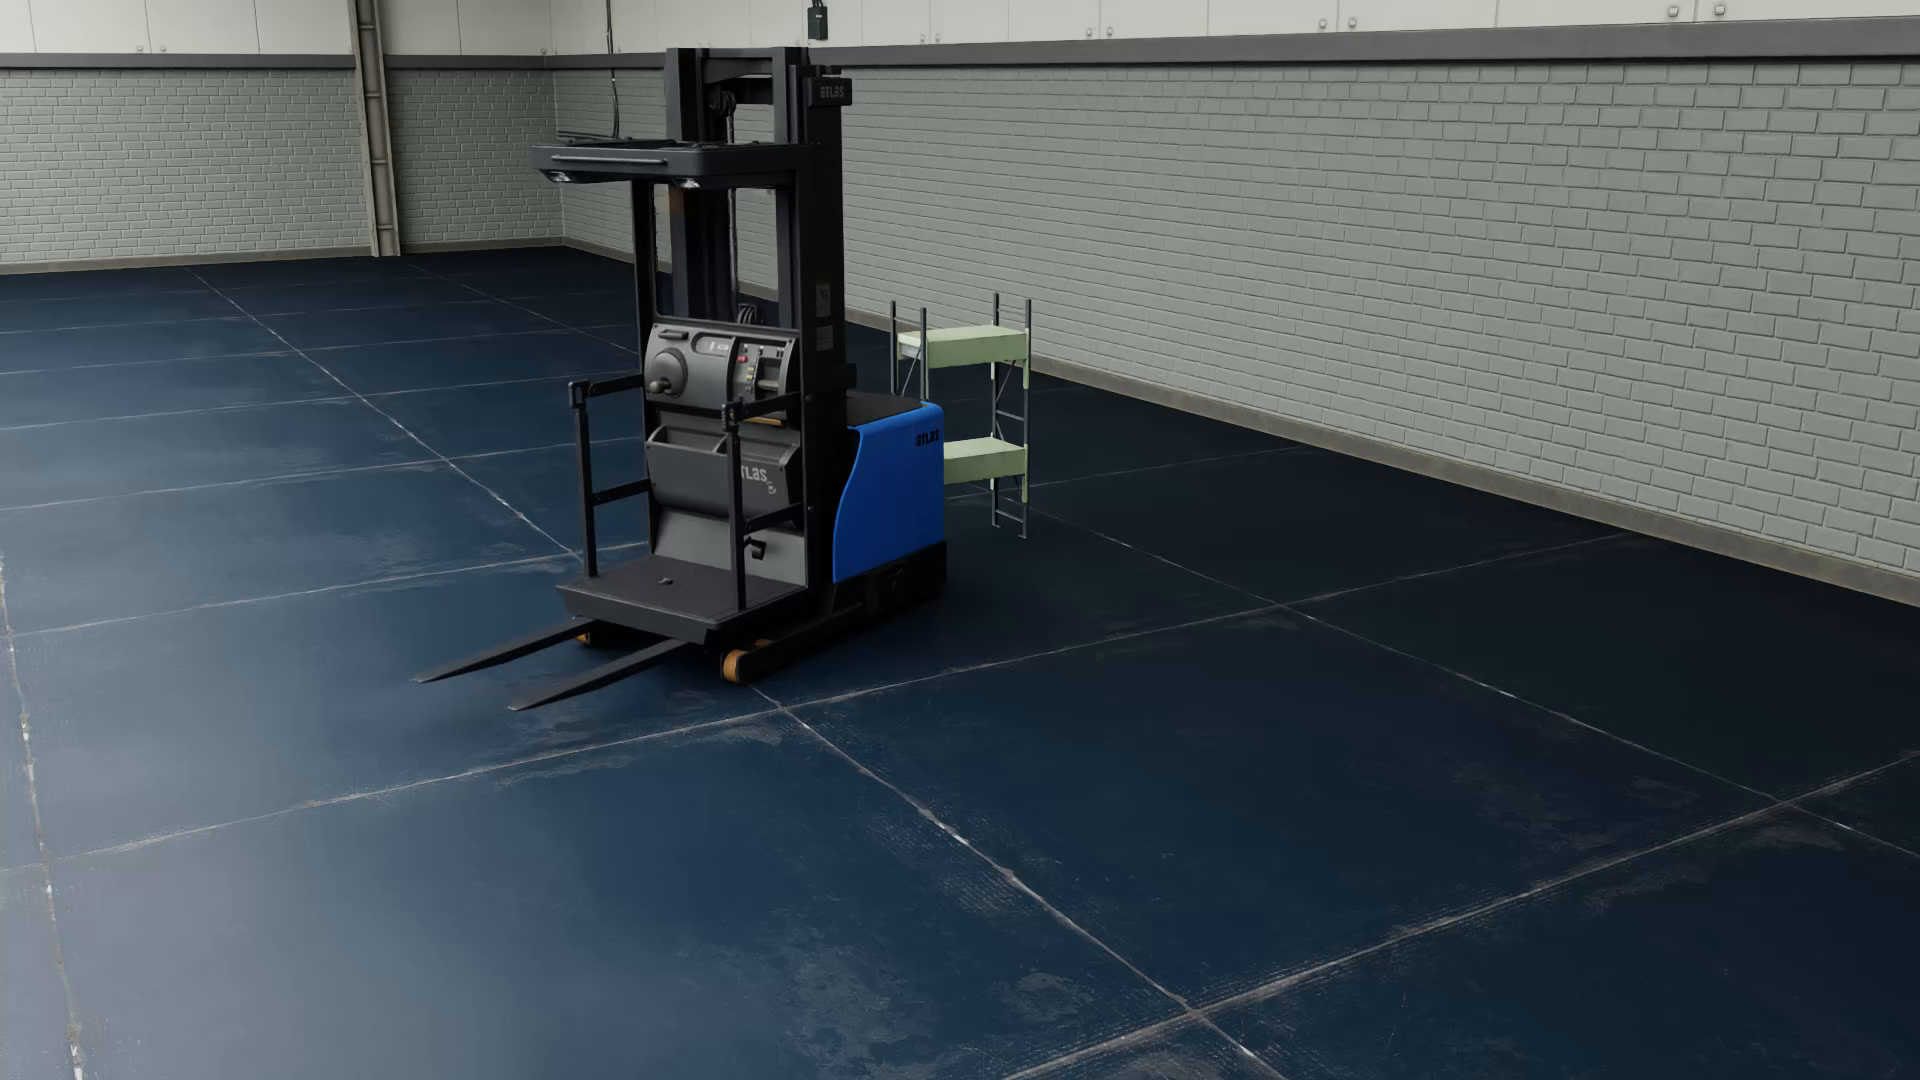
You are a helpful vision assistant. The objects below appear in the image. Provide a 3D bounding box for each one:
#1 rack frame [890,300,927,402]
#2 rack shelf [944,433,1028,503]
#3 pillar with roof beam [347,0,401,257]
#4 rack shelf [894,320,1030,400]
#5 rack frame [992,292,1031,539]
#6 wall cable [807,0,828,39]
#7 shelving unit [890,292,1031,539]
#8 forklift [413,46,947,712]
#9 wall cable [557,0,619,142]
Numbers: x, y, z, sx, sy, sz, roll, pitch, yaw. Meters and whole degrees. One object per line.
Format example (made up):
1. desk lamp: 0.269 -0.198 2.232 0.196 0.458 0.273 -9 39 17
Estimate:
1. rack frame: -0.308 -0.672 10.029 0.023 1.500 0.400 -9 18 -30
2. rack shelf: 0.006 -0.409 10.299 0.720 0.370 0.431 -9 18 -30
3. pillar with roof beam: -7.007 -7.911 21.959 0.400 9.000 9.100 -9 18 -30
4. rack shelf: 0.006 -1.099 10.105 0.720 0.370 0.431 -9 18 -30
5. rack frame: 0.319 -0.774 10.392 0.023 1.500 0.400 -9 18 -30
6. wall cable: -1.142 -8.449 17.579 0.169 6.003 2.305 -9 18 -30
7. shelving unit: 0.006 -0.723 10.211 0.755 1.500 0.431 -9 18 -30
8. forklift: -1.311 -0.867 8.072 1.130 2.935 3.031 10 19 32
9. wall cable: -6.018 -7.515 26.301 0.112 2.526 3.097 -9 18 -30
